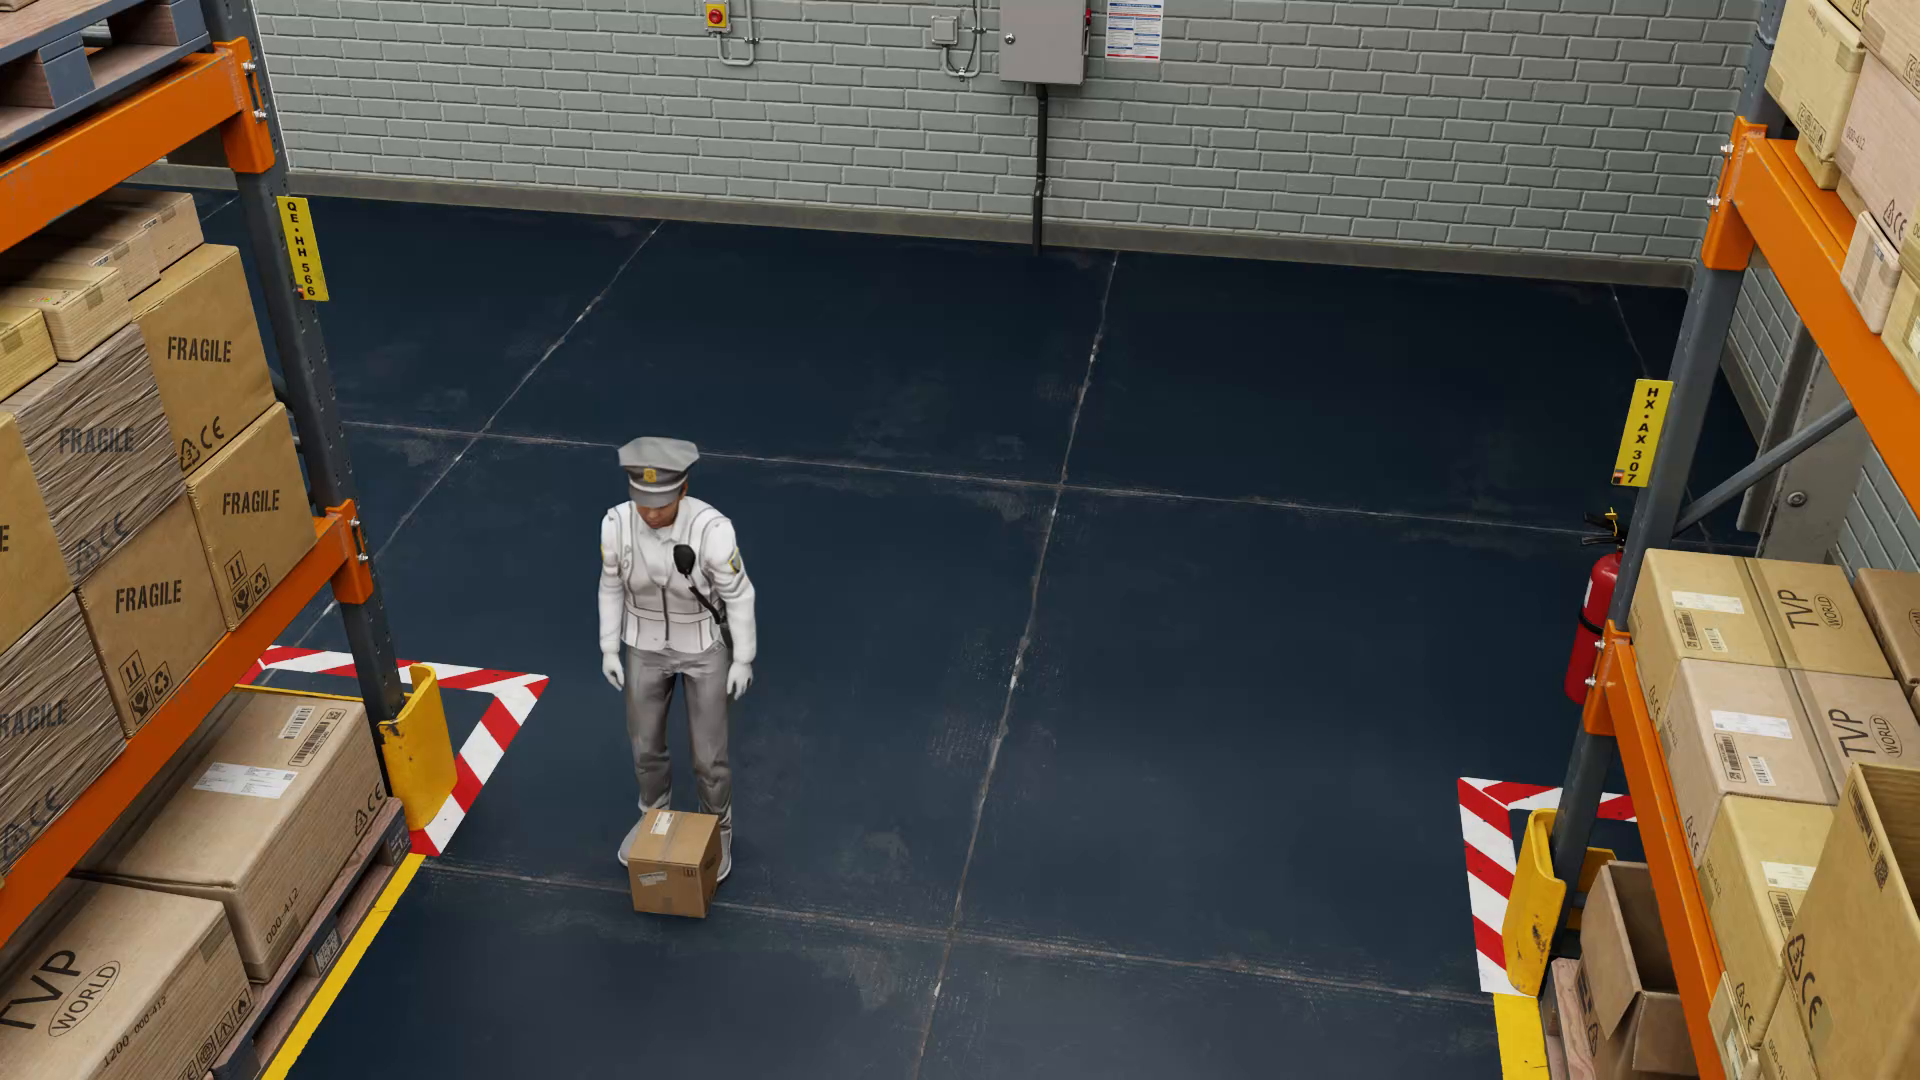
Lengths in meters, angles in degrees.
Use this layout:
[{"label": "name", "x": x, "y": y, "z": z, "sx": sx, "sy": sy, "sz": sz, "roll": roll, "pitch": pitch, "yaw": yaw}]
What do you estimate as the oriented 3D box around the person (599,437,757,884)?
[{"label": "person", "x": -0.940, "y": 0.396, "z": 5.516, "sx": 0.531, "sy": 1.662, "sz": 0.414, "roll": 4, "pitch": 33, "yaw": 6}]
